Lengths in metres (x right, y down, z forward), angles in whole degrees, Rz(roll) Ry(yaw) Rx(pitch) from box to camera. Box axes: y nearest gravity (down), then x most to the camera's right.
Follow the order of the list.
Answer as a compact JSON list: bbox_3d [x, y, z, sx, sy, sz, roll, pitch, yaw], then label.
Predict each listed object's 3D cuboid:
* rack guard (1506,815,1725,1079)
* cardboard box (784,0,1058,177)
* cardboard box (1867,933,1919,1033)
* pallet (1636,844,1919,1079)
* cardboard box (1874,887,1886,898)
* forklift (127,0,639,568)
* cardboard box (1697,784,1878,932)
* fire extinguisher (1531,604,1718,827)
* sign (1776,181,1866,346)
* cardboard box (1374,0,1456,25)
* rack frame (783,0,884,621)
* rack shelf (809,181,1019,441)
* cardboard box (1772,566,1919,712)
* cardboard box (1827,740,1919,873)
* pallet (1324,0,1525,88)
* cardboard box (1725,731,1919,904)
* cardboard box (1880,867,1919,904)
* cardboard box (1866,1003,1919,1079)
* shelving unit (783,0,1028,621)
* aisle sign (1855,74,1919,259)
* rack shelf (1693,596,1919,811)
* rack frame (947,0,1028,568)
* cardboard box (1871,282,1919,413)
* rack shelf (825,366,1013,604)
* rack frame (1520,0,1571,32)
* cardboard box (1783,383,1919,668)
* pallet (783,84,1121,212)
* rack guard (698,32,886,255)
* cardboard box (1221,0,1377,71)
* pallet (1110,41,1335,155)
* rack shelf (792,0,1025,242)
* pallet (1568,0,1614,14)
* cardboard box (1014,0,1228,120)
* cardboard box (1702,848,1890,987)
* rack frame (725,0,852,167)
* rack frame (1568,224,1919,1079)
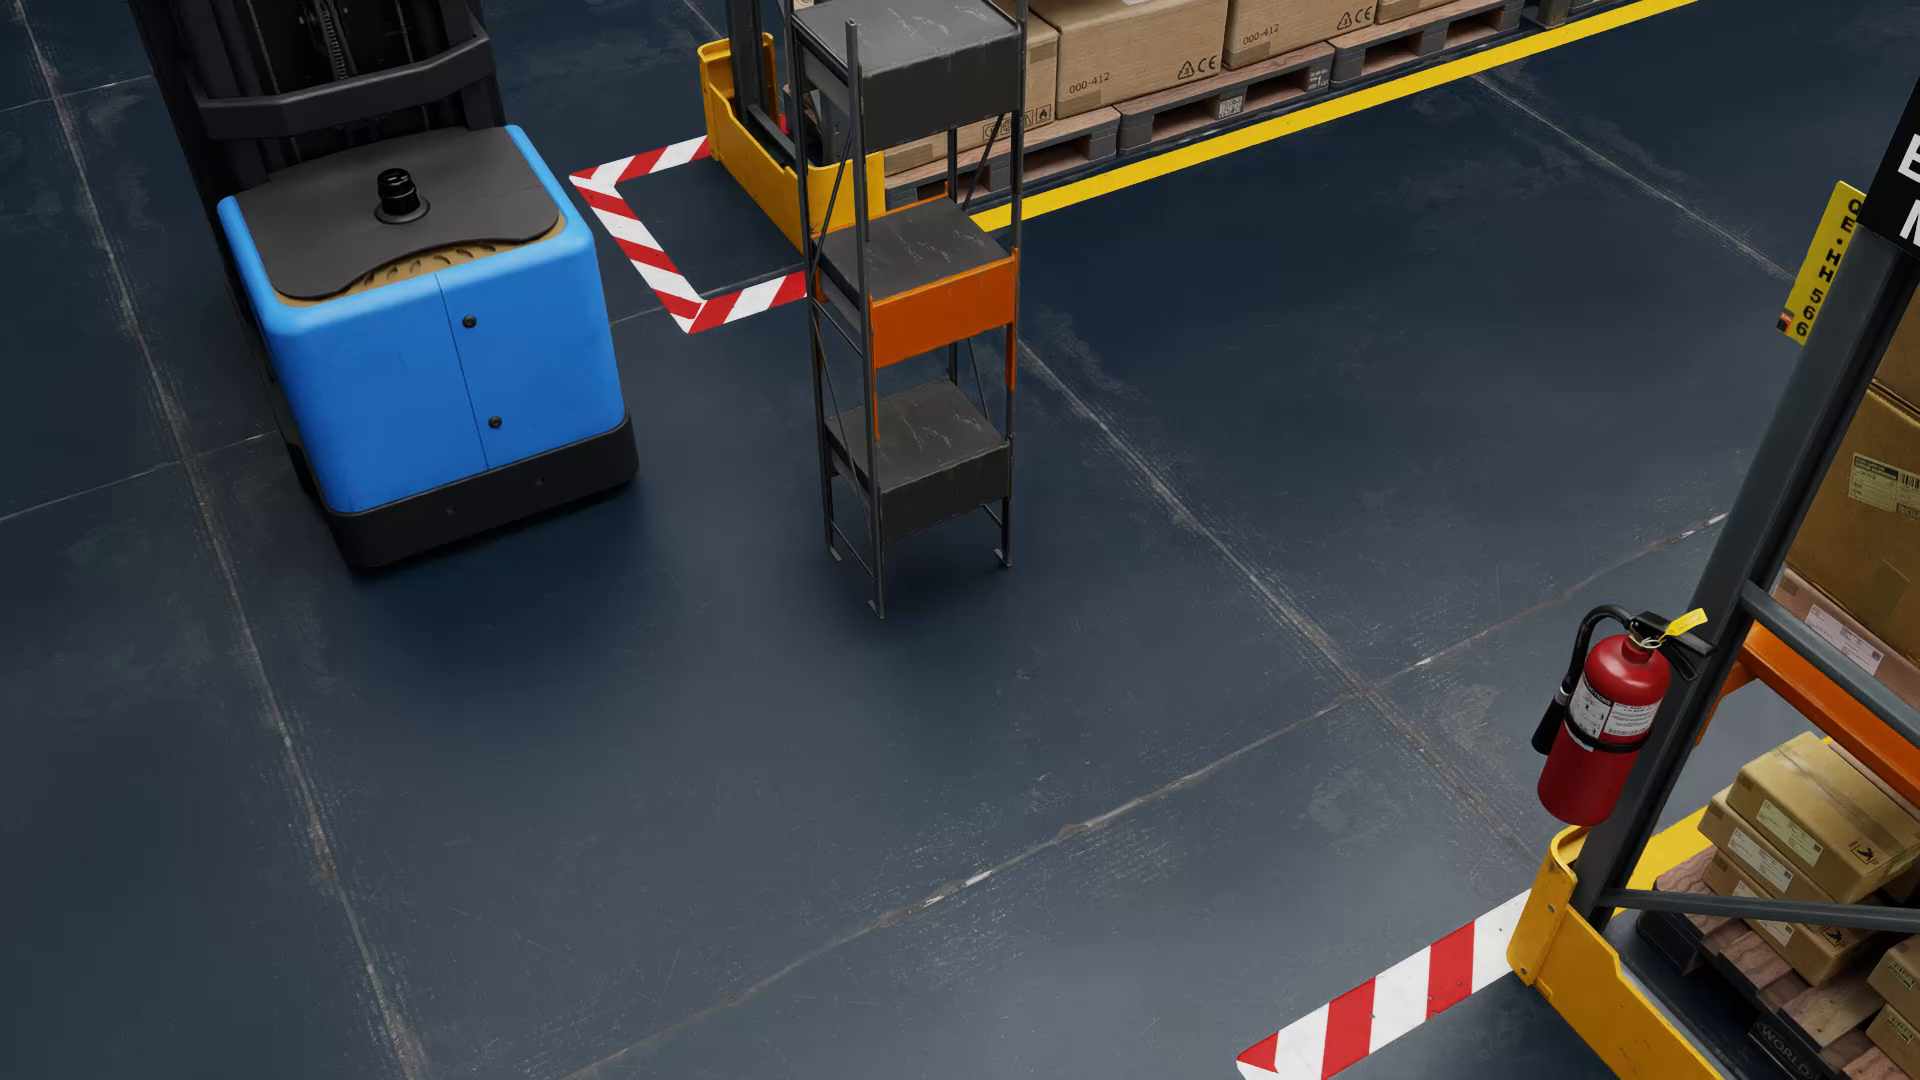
[{"bbox_3d":[1.917,1.247,4.106,0.348,0.500,1.175,-22,48,-21],"label":"rack guard"},{"bbox_3d":[-0.180,-2.098,7.296,0.875,0.438,0.875,-23,49,-22],"label":"cardboard box"},{"bbox_3d":[2.433,1.116,3.979,0.250,0.149,0.380,-20,48,-19],"label":"cardboard box"},{"bbox_3d":[2.639,1.090,4.475,1.213,0.211,1.003,-22,48,-21],"label":"pallet"},{"bbox_3d":[2.376,0.790,4.528,0.250,0.149,0.380,-20,48,-20],"label":"cardboard box"},{"bbox_3d":[-2.288,-1.980,5.686,1.130,2.935,3.031,-21,48,-20],"label":"forklift"},{"bbox_3d":[2.167,0.787,4.317,0.250,0.149,0.380,-23,49,-22],"label":"cardboard box"},{"bbox_3d":[1.403,0.347,3.562,0.183,0.674,0.296,-22,48,-21],"label":"fire extinguisher"},{"bbox_3d":[1.592,-0.494,3.047,0.005,0.325,0.100,-22,48,-21],"label":"sign"},{"bbox_3d":[2.168,-3.043,8.270,0.875,0.438,0.875,-22,48,-21],"label":"cardboard box"},{"bbox_3d":[-0.355,-0.611,4.872,0.015,2.100,0.400,-22,48,-21],"label":"rack frame"},{"bbox_3d":[-0.144,-0.686,4.969,0.480,0.518,0.431,-22,48,-21],"label":"rack shelf"},{"bbox_3d":[1.993,0.183,3.588,0.250,0.149,0.380,-22,48,-21],"label":"cardboard box"},{"bbox_3d":[2.430,0.646,4.249,0.250,0.149,0.380,-21,48,-20],"label":"cardboard box"},{"bbox_3d":[2.067,-2.748,8.430,1.213,0.211,1.003,-22,48,-21],"label":"pallet"},{"bbox_3d":[2.184,0.699,4.194,0.250,0.149,0.380,-21,48,-20],"label":"cardboard box"},{"bbox_3d":[2.420,0.729,4.377,0.250,0.149,0.380,-23,49,-22],"label":"cardboard box"},{"bbox_3d":[2.465,1.261,4.043,0.250,0.149,0.380,-21,48,-20],"label":"cardboard box"},{"bbox_3d":[-0.144,-0.696,4.960,0.503,2.100,0.431,-22,48,-21],"label":"shelving unit"},{"bbox_3d":[1.638,-0.712,2.463,0.004,0.787,0.394,-22,48,-21],"label":"aisle sign"},{"bbox_3d":[3.585,-0.059,4.174,4.000,0.370,1.077,-22,48,-21],"label":"rack shelf"},{"bbox_3d":[0.068,-0.781,5.047,0.015,2.100,0.400,-22,48,-21],"label":"rack frame"},{"bbox_3d":[2.124,-0.434,3.040,0.500,0.500,0.500,-23,49,-22],"label":"cardboard box"},{"bbox_3d":[-0.144,-0.184,5.457,0.480,0.518,0.431,-22,48,-21],"label":"rack shelf"},{"bbox_3d":[2.766,-3.965,7.682,0.127,3.000,1.000,-22,48,-21],"label":"rack frame"},{"bbox_3d":[2.113,-0.077,3.390,0.500,0.500,0.500,-21,48,-20],"label":"cardboard box"},{"bbox_3d":[-0.048,-1.901,7.558,1.213,0.211,1.003,-22,48,-21],"label":"pallet"},{"bbox_3d":[-0.723,-1.672,7.114,0.348,0.500,1.175,-22,48,-21],"label":"rack guard"},{"bbox_3d":[1.392,-2.732,7.950,0.875,0.438,0.875,-23,49,-22],"label":"cardboard box"},{"bbox_3d":[1.008,-2.322,7.991,1.213,0.211,1.003,-22,48,-21],"label":"pallet"},{"bbox_3d":[-0.144,-1.189,4.482,0.480,0.518,0.431,-22,48,-21],"label":"rack shelf"},{"bbox_3d":[3.397,-3.278,8.976,1.213,0.211,1.003,-22,48,-21],"label":"pallet"},{"bbox_3d":[0.609,-2.421,7.629,0.875,0.438,0.875,-21,48,-20],"label":"cardboard box"},{"bbox_3d":[2.204,0.940,4.373,0.250,0.149,0.380,-21,48,-20],"label":"cardboard box"},{"bbox_3d":[-0.703,-2.577,6.252,0.127,3.000,1.000,-22,48,-21],"label":"rack frame"},{"bbox_3d":[1.851,0.377,3.208,0.127,3.000,1.000,-22,48,-21],"label":"rack frame"}]
